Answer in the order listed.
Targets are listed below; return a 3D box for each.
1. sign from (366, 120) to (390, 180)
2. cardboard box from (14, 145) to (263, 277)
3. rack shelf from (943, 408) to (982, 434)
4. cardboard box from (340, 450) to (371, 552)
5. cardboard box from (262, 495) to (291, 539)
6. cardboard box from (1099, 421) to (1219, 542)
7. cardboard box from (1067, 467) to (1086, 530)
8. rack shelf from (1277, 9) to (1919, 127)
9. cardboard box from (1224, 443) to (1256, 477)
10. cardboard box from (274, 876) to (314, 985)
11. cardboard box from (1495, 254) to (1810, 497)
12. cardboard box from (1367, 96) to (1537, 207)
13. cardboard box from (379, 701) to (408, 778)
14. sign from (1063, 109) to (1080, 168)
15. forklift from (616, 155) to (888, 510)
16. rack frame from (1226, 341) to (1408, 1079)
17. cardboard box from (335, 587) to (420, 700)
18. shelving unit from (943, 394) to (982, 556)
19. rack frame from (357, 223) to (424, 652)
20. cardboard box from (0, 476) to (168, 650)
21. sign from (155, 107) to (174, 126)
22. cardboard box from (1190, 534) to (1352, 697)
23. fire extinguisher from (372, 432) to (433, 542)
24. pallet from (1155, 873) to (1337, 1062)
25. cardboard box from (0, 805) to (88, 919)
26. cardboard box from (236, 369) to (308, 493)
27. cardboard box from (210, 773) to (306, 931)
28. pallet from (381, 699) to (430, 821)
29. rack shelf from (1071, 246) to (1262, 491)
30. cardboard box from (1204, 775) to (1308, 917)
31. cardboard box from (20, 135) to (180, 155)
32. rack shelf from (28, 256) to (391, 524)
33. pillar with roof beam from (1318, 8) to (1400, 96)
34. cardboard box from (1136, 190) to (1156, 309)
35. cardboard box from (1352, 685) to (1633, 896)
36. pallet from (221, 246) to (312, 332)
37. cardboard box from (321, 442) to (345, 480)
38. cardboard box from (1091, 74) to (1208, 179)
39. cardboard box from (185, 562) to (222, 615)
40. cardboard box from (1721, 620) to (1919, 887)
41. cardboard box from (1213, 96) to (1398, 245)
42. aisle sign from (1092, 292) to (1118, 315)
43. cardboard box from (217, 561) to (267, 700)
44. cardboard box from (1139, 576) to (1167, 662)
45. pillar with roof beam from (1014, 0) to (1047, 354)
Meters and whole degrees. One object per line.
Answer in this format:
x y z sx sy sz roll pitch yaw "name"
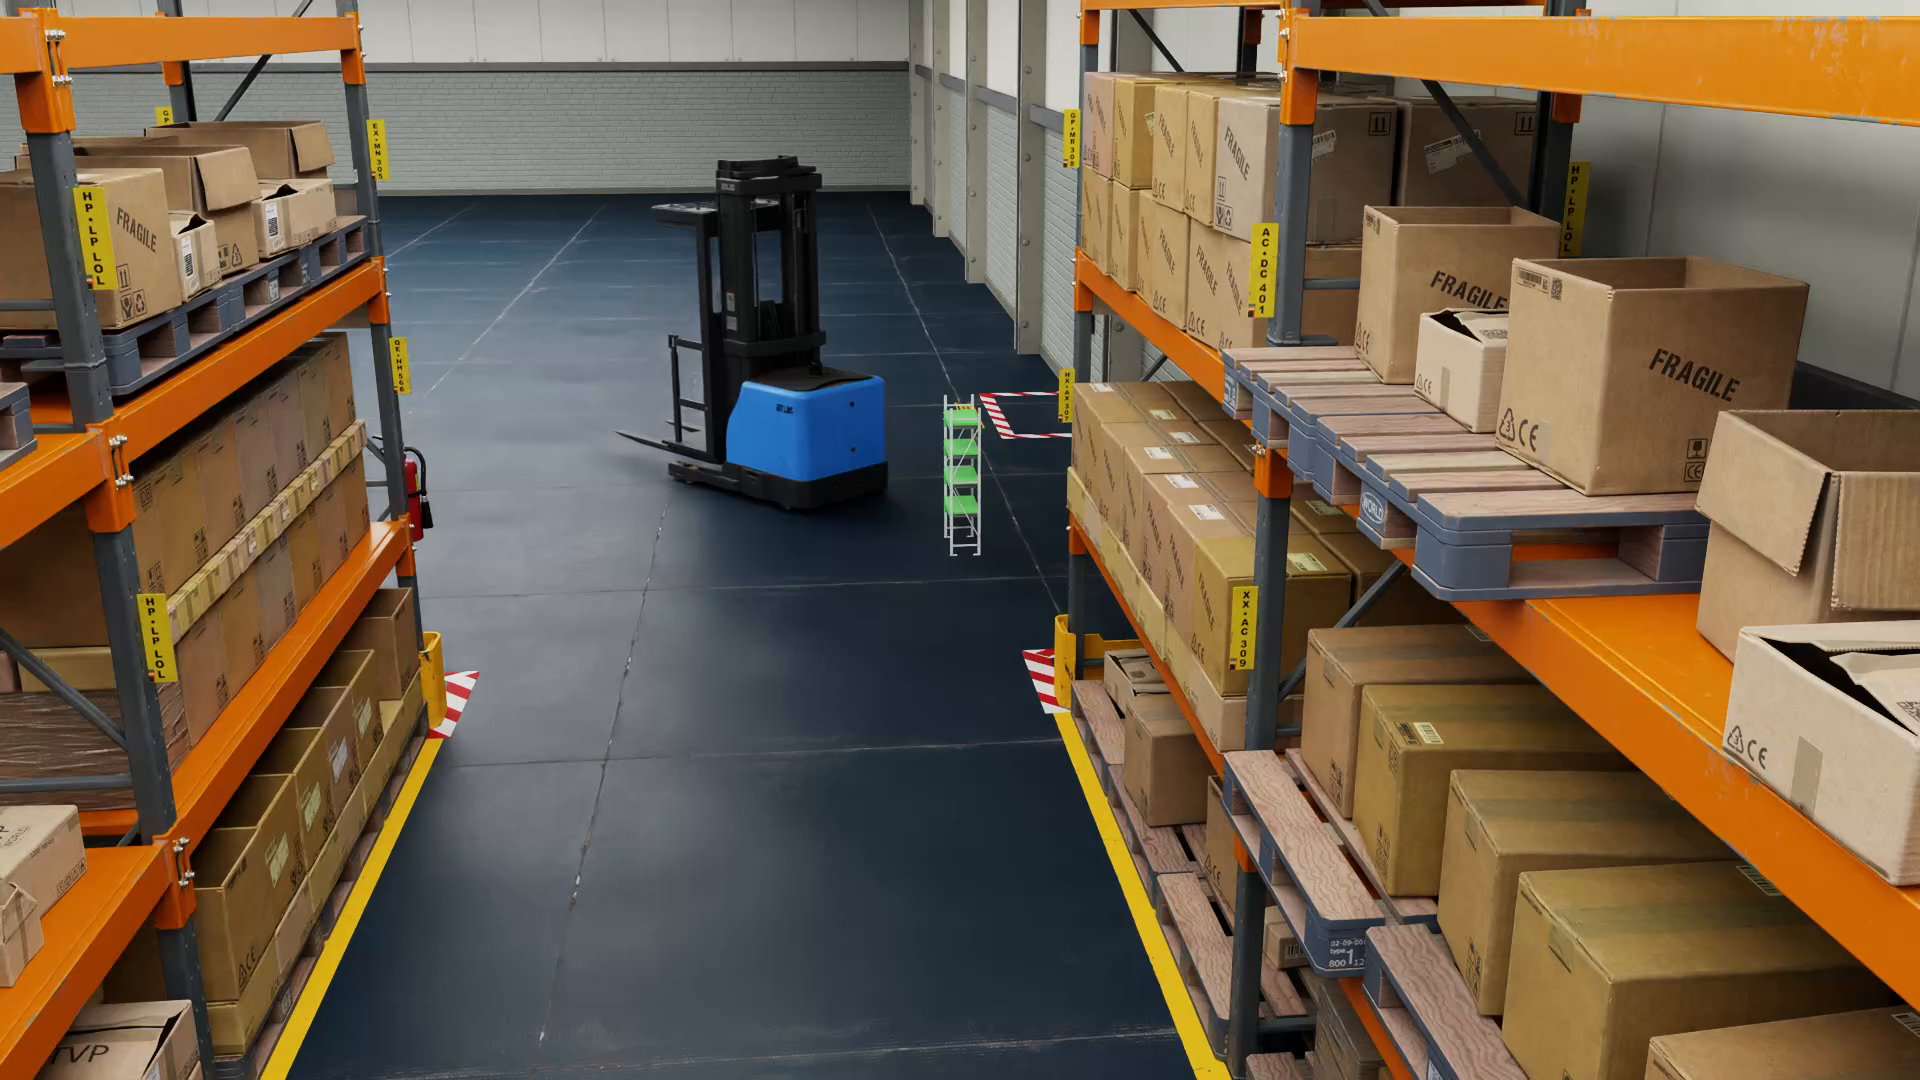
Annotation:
-3.202 -2.144 9.143 0.100 0.325 0.005 -2 18 -6 "sign"
-3.375 -1.366 6.904 0.797 0.503 0.637 0 17 0 "cardboard box"
0.017 -0.920 13.216 0.258 0.148 0.480 -2 18 -6 "rack shelf"
-3.708 -0.223 9.214 0.700 0.500 0.500 -2 18 -6 "cardboard box"
-3.352 -0.102 7.745 0.380 0.149 0.250 -2 18 -6 "cardboard box"
1.022 -0.312 8.628 0.500 0.500 0.500 -2 18 -7 "cardboard box"
0.918 -0.252 9.689 0.500 0.250 0.500 -2 18 -7 "cardboard box"
1.802 -1.010 3.739 1.077 0.370 4.000 -2 18 -6 "rack shelf"
1.595 -0.177 8.198 0.500 0.500 0.500 -2 17 -5 "cardboard box"
-3.124 1.691 7.171 0.500 0.250 0.500 -2 18 -6 "cardboard box"
1.700 -0.424 4.144 0.500 0.500 0.500 -2 18 -8 "cardboard box"
1.830 -1.398 6.244 0.500 0.500 0.500 -1 17 -4 "cardboard box"
-3.331 1.096 9.069 0.500 0.250 0.500 -2 18 -6 "cardboard box"
0.644 -2.301 9.531 0.100 0.325 0.005 -2 18 -6 "sign"
-2.062 -2.011 15.191 3.031 2.935 1.130 16 24 41 "forklift"
1.596 0.722 6.368 1.000 3.000 0.127 -2 18 -6 "rack frame"
-3.392 0.589 9.430 0.500 0.500 0.500 -2 18 -6 "cardboard box"
0.017 -0.523 13.340 0.258 1.200 0.503 -2 18 -6 "shelving unit"
-3.743 -0.315 9.673 1.000 3.000 0.127 -2 18 -6 "rack frame"
-3.383 0.078 6.088 0.700 0.500 0.500 -2 18 -5 "cardboard box"
-4.296 -2.186 9.032 0.100 0.325 0.005 -2 18 -6 "sign"
1.240 0.295 6.694 0.500 0.500 0.500 -2 18 -6 "cardboard box"
-3.294 -0.328 9.843 0.296 0.674 0.183 -2 18 -6 "fire extinguisher"
1.492 1.854 7.420 1.003 0.211 1.213 -2 18 -6 "pallet"
-3.237 1.093 5.437 0.500 0.250 0.500 -1 17 -2 "cardboard box"
-3.590 -0.520 7.993 0.700 0.500 0.500 -2 18 -5 "cardboard box"
-3.127 1.334 7.059 0.500 0.500 0.500 -2 18 -6 "cardboard box"
-3.623 1.242 9.369 1.003 0.211 1.213 -2 18 -6 "pallet"
1.390 -0.961 7.925 1.077 0.370 4.000 -2 18 -6 "rack shelf"
1.449 1.397 7.658 0.500 0.500 0.500 -3 18 -10 "cardboard box"
-3.844 -1.558 7.522 0.500 0.500 0.500 -2 18 -6 "cardboard box"
-3.537 -0.807 7.434 1.077 0.370 4.000 -2 18 -6 "rack shelf"
-2.166 -3.017 8.263 9.100 9.000 0.400 -2 18 -6 "pillar with roof beam"
1.123 -1.376 7.843 0.500 0.500 0.500 -1 17 -2 "cardboard box"
1.665 0.784 5.270 0.700 0.500 0.500 0 17 0 "cardboard box"
-3.567 -1.128 7.403 1.003 0.211 1.213 -2 18 -6 "pallet"
-3.460 -0.410 8.726 0.380 0.149 0.250 -2 18 -6 "cardboard box"
0.983 -2.161 8.677 0.500 0.500 0.500 -2 18 -6 "cardboard box"
-3.249 0.204 6.771 0.380 0.149 0.250 -2 18 -6 "cardboard box"
1.666 0.310 2.790 0.500 0.311 0.500 -2 18 -6 "cardboard box"
1.275 -1.384 6.200 0.500 0.500 0.500 -3 18 -10 "cardboard box"
0.878 -1.722 9.814 0.394 0.787 0.004 -2 18 -6 "aisle sign"
-3.492 0.390 7.259 0.700 0.500 0.500 -2 17 -5 "cardboard box"
1.135 0.355 7.757 0.500 0.250 0.500 -2 18 -6 "cardboard box"
-3.404 -6.592 19.651 9.100 9.000 0.400 -2 18 -6 "pillar with roof beam"
